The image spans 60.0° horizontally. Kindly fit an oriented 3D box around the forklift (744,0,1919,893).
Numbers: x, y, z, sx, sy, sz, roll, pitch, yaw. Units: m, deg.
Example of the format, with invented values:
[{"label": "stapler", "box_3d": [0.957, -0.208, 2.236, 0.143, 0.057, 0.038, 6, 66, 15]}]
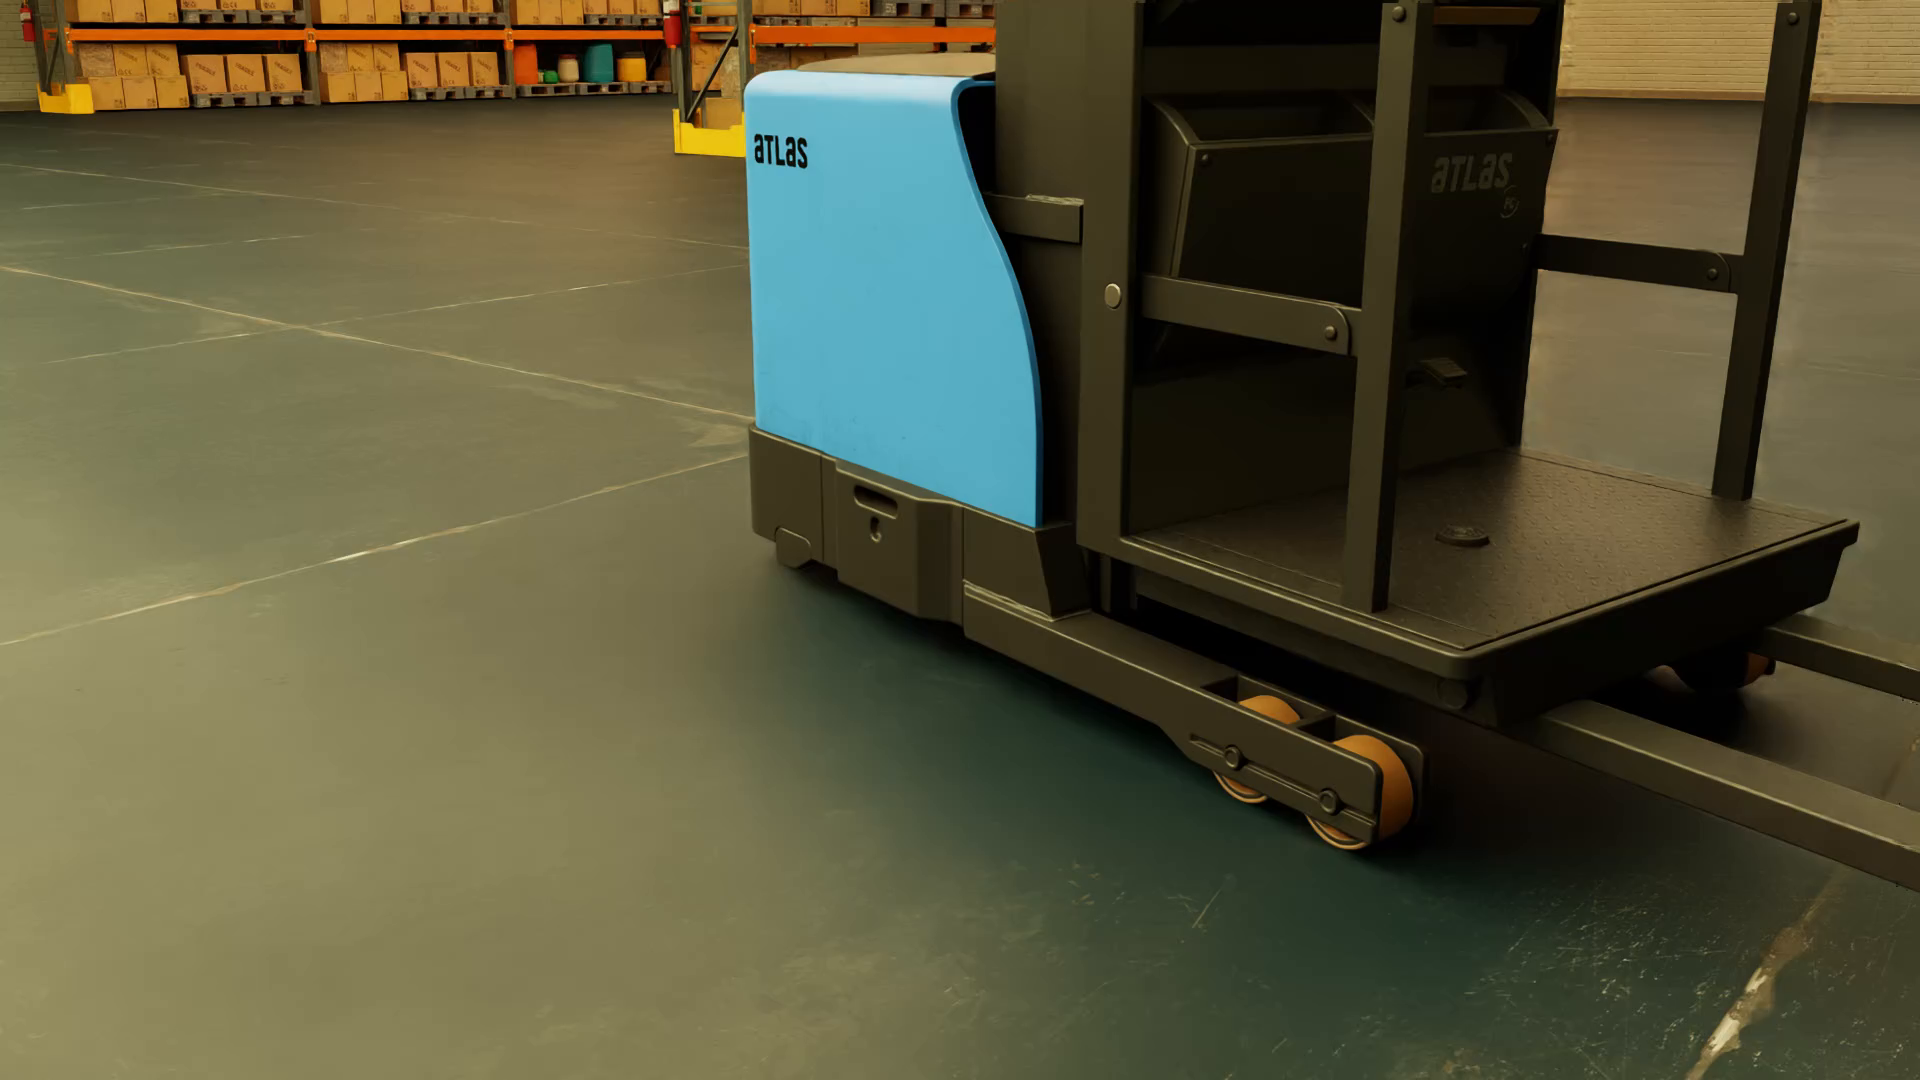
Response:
[{"label": "forklift", "box_3d": [0.814, -1.109, 2.548, 1.130, 2.935, 3.031, -12, 21, -35]}]
